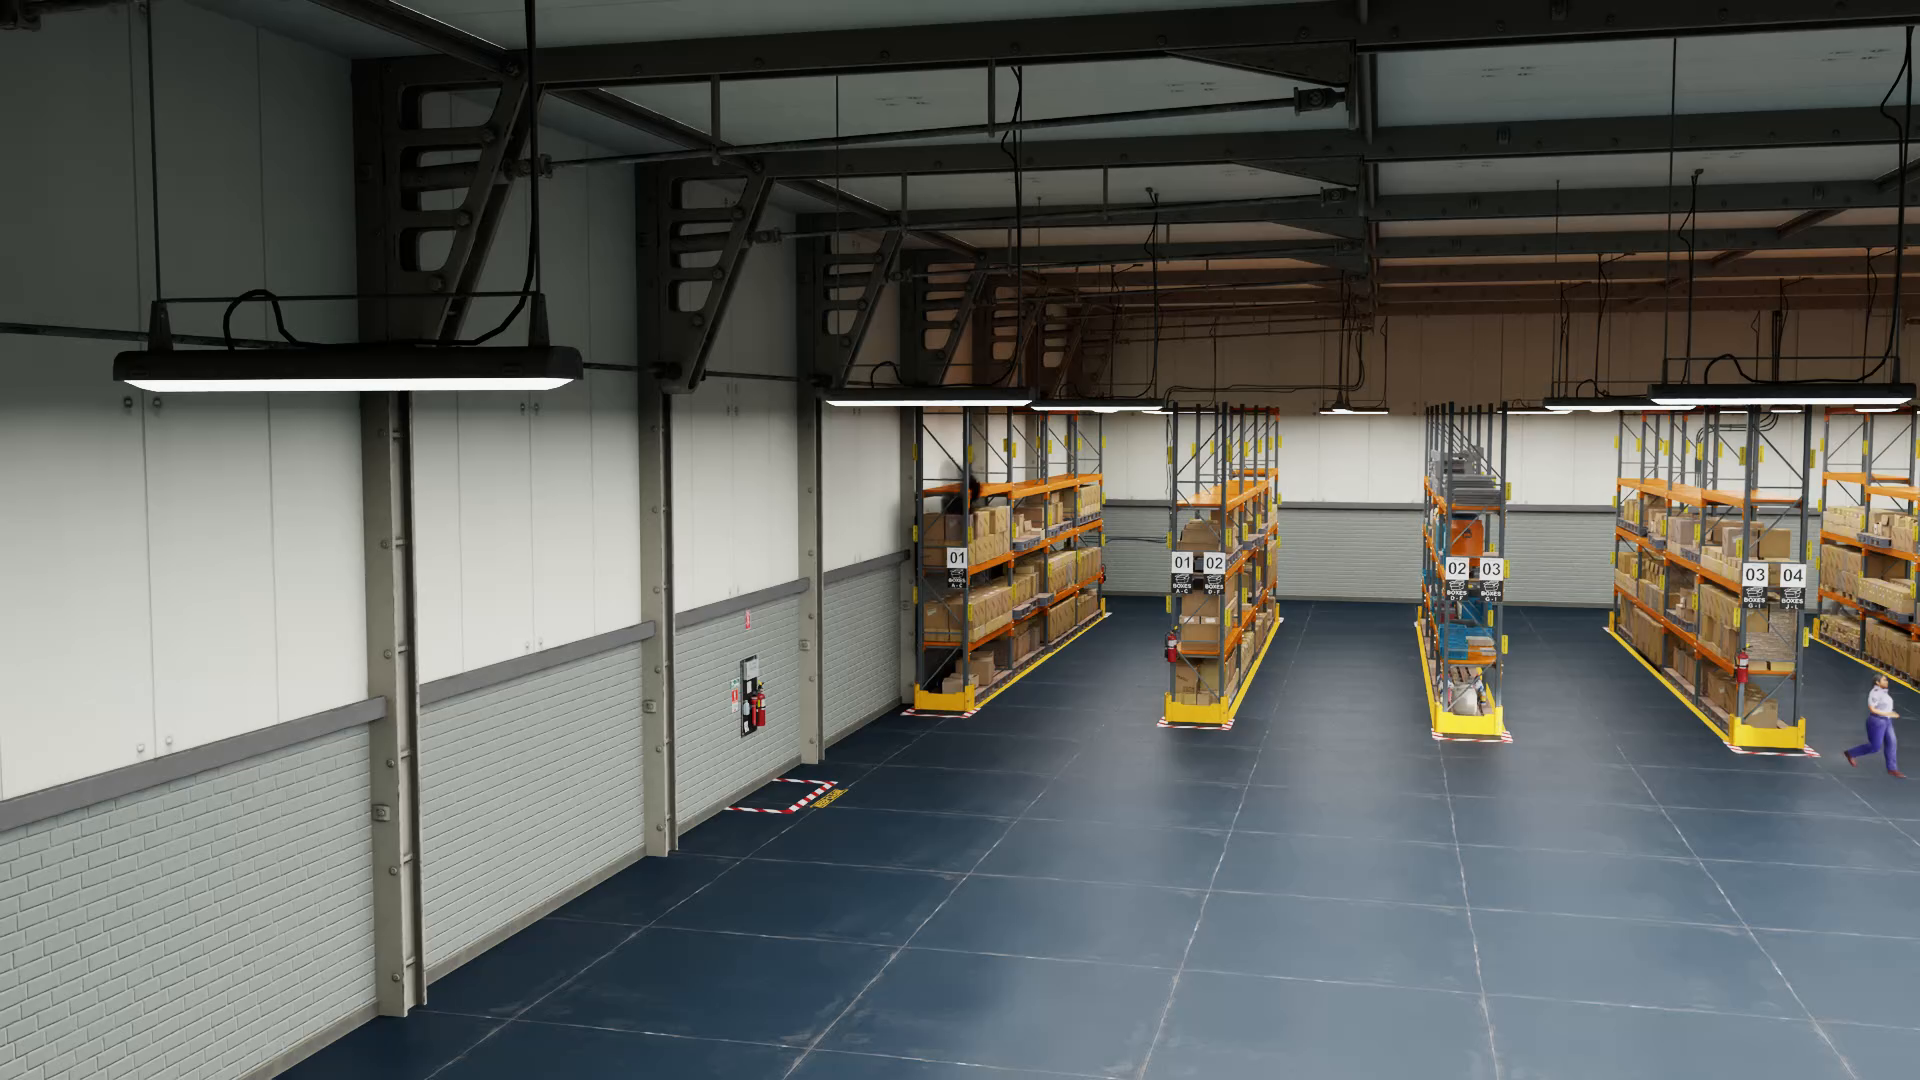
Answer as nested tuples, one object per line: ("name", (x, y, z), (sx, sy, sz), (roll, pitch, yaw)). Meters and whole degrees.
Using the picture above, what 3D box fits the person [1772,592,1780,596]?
("person", (21.342, 1.634, 44.027), (0.659, 1.692, 0.853), (-3, 5, -39))

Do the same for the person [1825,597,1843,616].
("person", (23.283, 1.638, 44.071), (0.723, 1.670, 0.605), (1, 4, 7))

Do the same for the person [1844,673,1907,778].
("person", (14.648, 2.944, 26.559), (0.616, 1.644, 0.903), (-4, 6, -43))
